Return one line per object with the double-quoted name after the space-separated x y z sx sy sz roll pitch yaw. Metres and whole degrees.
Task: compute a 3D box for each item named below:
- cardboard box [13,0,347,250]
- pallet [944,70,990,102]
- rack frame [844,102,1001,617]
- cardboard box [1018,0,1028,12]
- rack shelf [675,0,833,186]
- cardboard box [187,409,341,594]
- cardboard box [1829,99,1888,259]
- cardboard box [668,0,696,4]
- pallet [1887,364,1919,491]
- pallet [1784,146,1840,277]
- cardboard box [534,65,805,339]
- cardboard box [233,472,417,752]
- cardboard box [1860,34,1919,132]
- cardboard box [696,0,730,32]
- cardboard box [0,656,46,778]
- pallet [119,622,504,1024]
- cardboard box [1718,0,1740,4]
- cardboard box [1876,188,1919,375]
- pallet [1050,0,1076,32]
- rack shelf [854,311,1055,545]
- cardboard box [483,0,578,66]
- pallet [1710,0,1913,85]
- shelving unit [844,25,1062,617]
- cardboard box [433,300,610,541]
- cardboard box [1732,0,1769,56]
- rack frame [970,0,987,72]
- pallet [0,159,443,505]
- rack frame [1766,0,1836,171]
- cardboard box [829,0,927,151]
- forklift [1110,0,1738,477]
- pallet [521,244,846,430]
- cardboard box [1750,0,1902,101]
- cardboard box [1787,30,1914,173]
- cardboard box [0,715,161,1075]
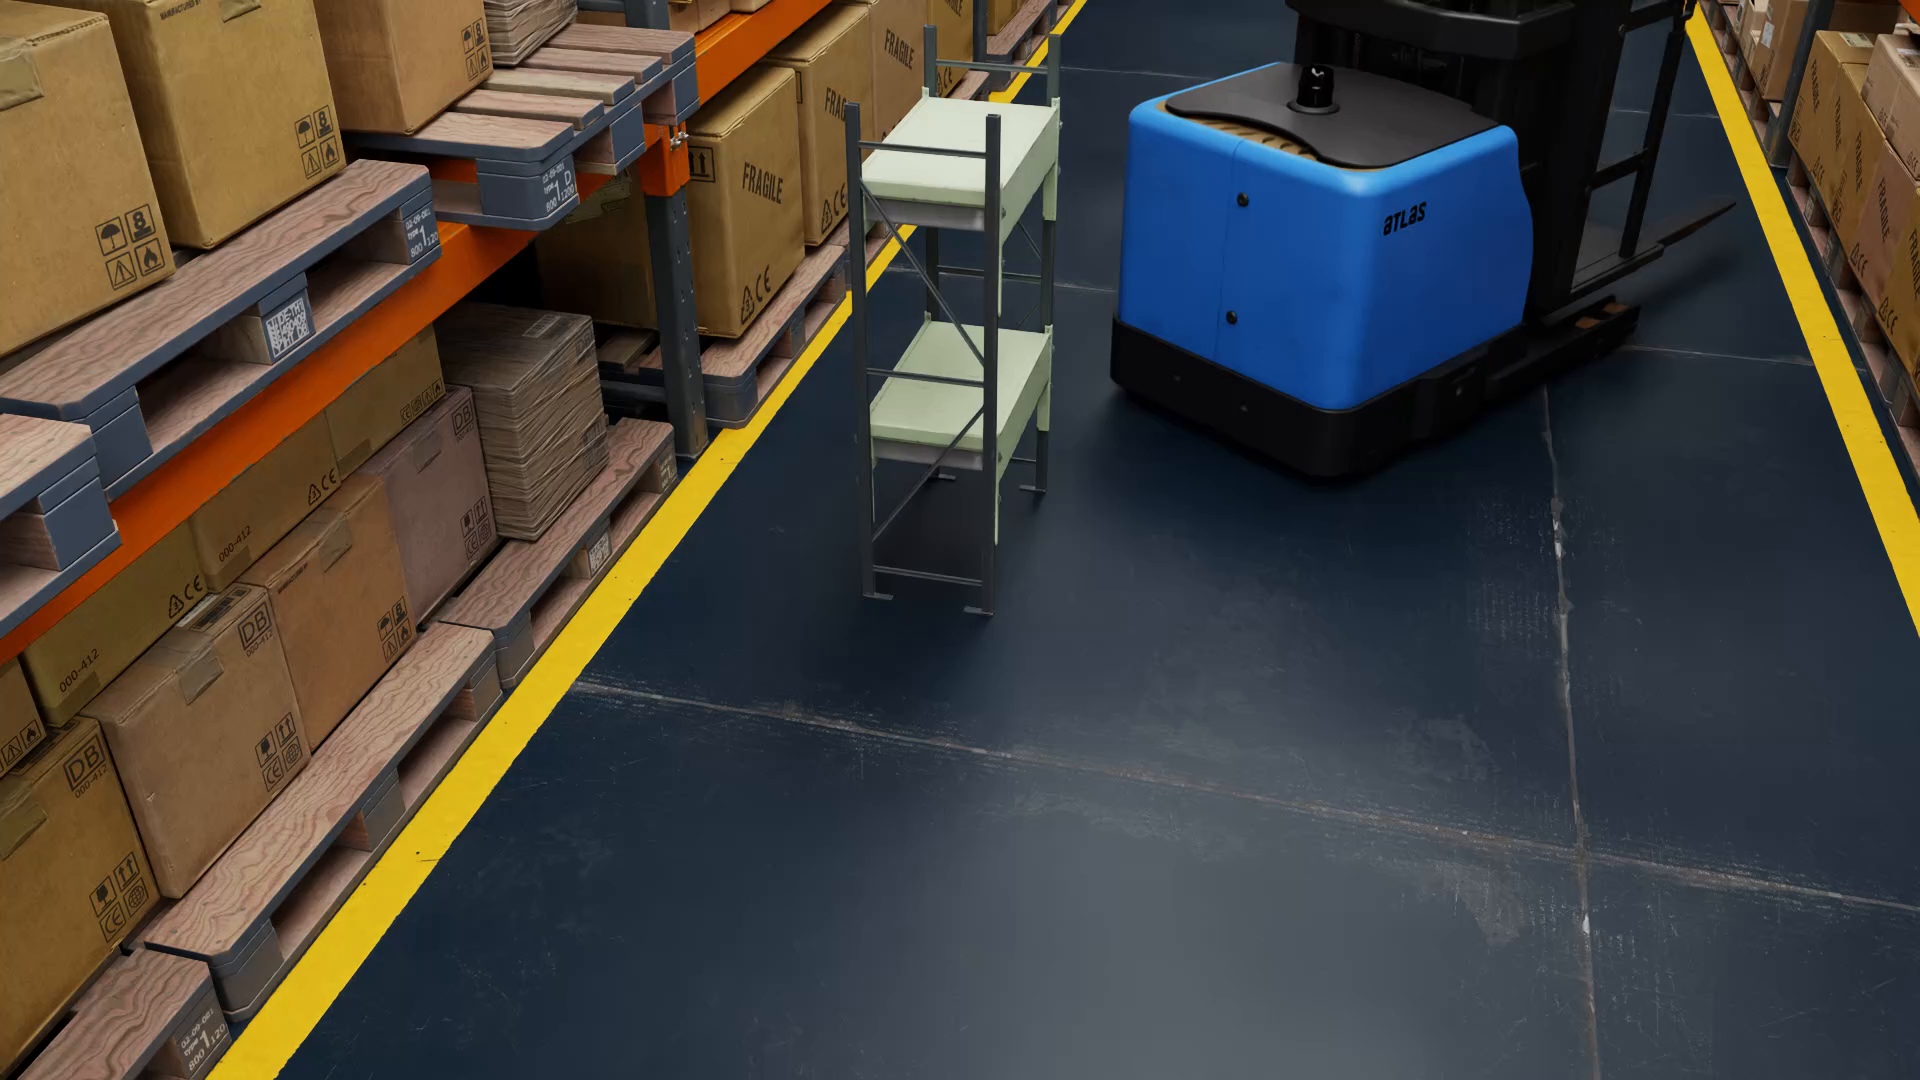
-1.773 -0.965 3.469 0.700 0.500 0.500 8 33 12 "cardboard box"
-0.477 -2.120 8.388 1.003 0.211 1.213 8 33 12 "pallet"
-0.095 -0.440 4.543 0.400 1.500 0.023 8 33 12 "rack frame"
0.066 -3.464 9.842 0.700 0.500 0.500 8 33 12 "cardboard box"
-0.861 -2.366 6.847 1.077 0.370 4.000 8 33 12 "rack shelf"
-1.832 -0.144 3.901 0.500 0.250 0.500 8 33 12 "cardboard box"
3.822 -1.411 6.594 0.500 0.500 0.500 8 33 13 "cardboard box"
-0.998 -2.025 5.251 0.500 0.500 0.500 9 34 14 "cardboard box"
3.650 -0.165 5.313 1.003 0.211 1.213 8 33 12 "pallet"
4.269 -1.431 7.304 1.003 0.211 1.213 8 33 12 "pallet"
-1.055 -1.266 6.057 0.750 0.750 0.750 8 33 12 "cardboard box"
-1.843 0.131 4.167 0.700 0.500 0.500 8 33 12 "cardboard box"
3.827 -1.746 6.421 0.500 0.250 0.500 8 33 12 "cardboard box"
-0.989 -1.803 5.506 0.380 0.149 0.250 8 33 13 "cardboard box"
-2.105 0.383 3.072 0.500 0.250 0.500 7 33 11 "cardboard box"
-1.880 0.581 4.139 1.003 0.211 1.213 8 33 12 "pallet"
4.788 -3.374 9.914 0.500 0.250 0.500 8 33 12 "cardboard box"
3.566 -0.876 5.752 0.500 0.500 0.500 7 33 11 "cardboard box"
0.223 -3.550 10.637 1.003 0.211 1.213 8 33 12 "pallet"
-0.002 -0.354 5.017 0.431 0.370 0.720 8 33 12 "rack shelf"
-1.478 -1.614 4.490 0.700 0.500 0.500 4 33 7 "cardboard box"
4.922 -2.849 9.536 1.003 0.211 1.213 8 33 12 "pallet"
-0.002 -0.629 4.842 0.431 1.500 0.755 8 33 12 "shelving unit"
-1.501 -0.382 4.975 0.700 0.500 0.500 8 33 13 "cardboard box"
4.499 -2.809 8.970 0.500 0.311 0.500 8 33 12 "cardboard box"
-0.354 -3.708 8.286 1.000 3.000 0.127 8 33 12 "rack frame"
-1.832 -0.518 3.448 1.003 0.211 1.213 8 33 12 "pallet"
4.439 -3.035 7.228 1.000 3.000 0.127 8 33 12 "rack frame"
-0.616 -2.161 7.466 0.750 0.750 0.750 9 34 14 "cardboard box"
1.984 -2.107 5.832 3.031 2.935 1.130 -25 40 -34 "forklift"
-1.096 -0.854 6.396 1.003 0.211 1.213 8 33 12 "pallet"
4.309 -2.500 8.307 0.500 0.500 0.500 8 33 12 "cardboard box"
4.080 -1.948 7.438 0.500 0.500 0.500 7 33 10 "cardboard box"
-2.131 0.654 3.345 0.700 0.500 0.500 7 33 11 "cardboard box"
